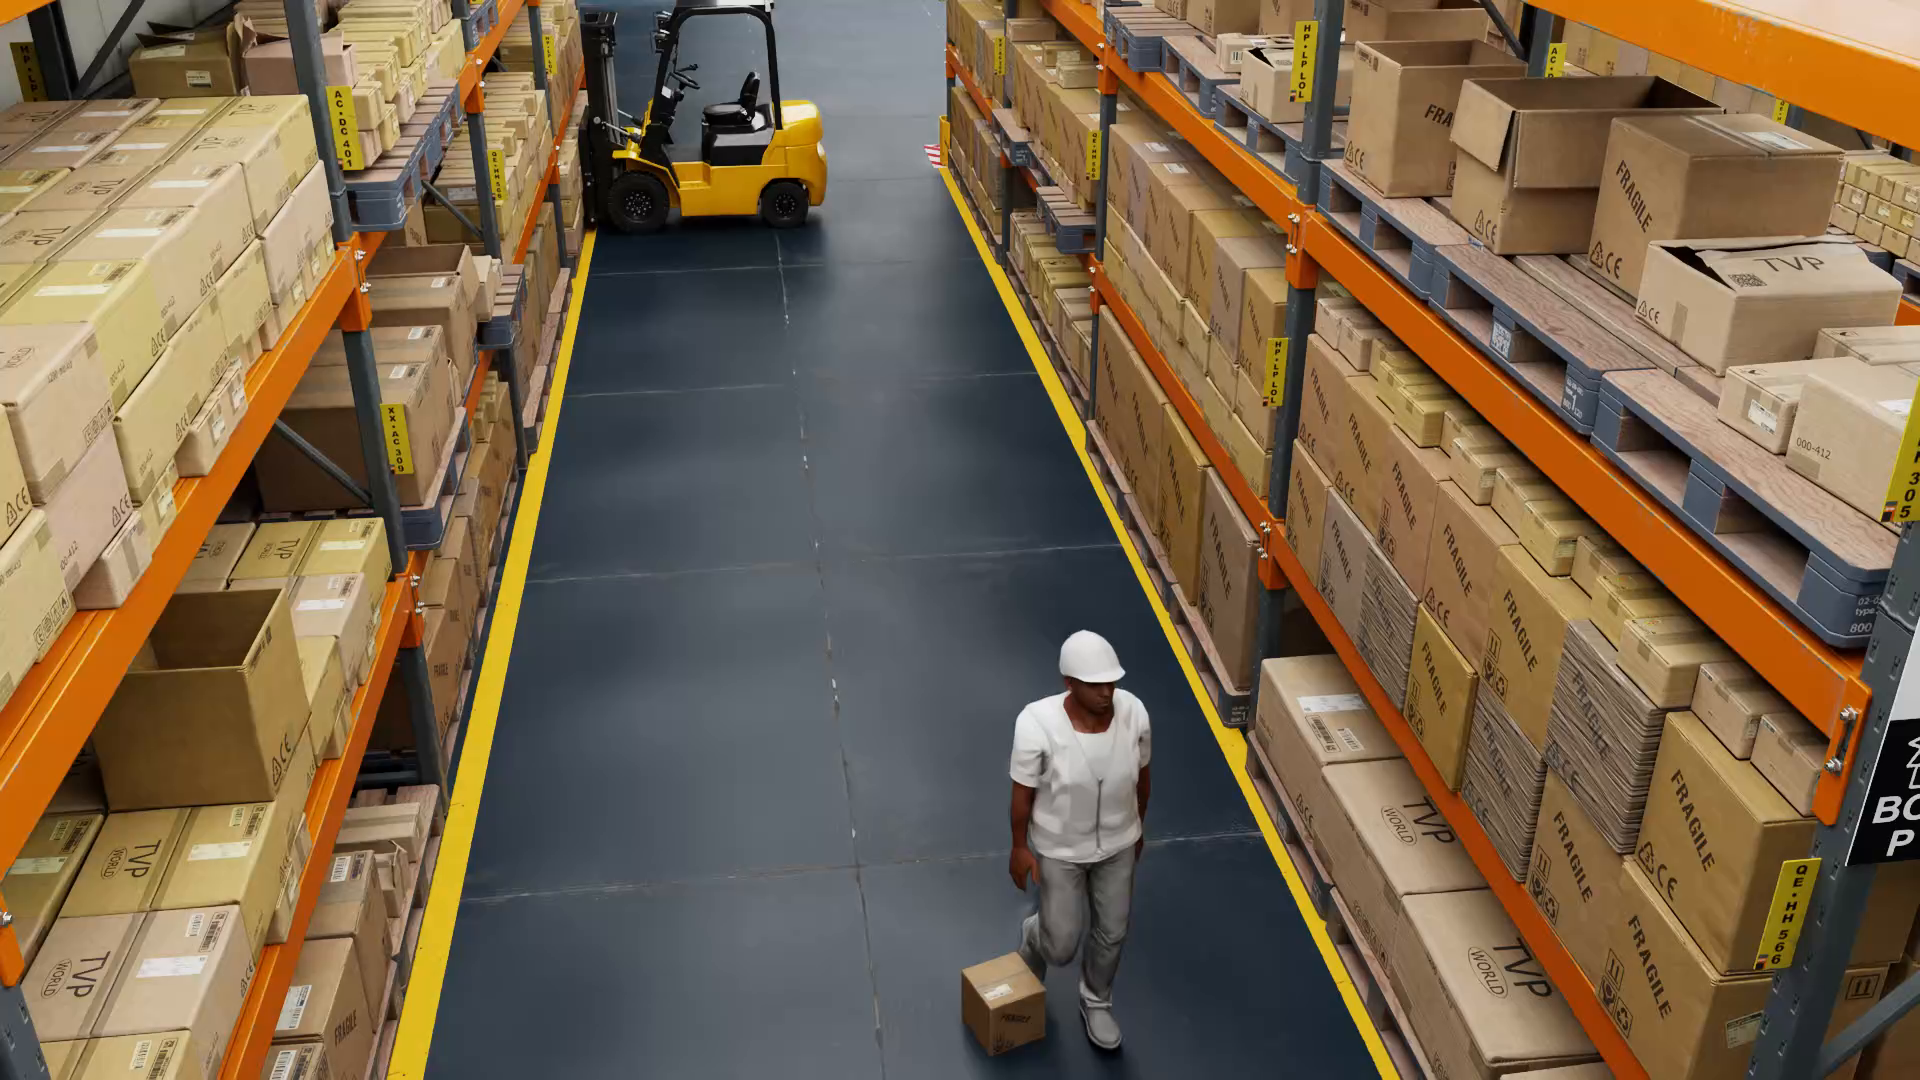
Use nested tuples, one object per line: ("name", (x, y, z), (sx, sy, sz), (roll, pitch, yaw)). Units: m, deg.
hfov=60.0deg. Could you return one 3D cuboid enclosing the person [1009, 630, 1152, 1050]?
("person", (0.460, 1.120, 6.331), (0.571, 1.754, 0.563), (-8, 28, -15))
